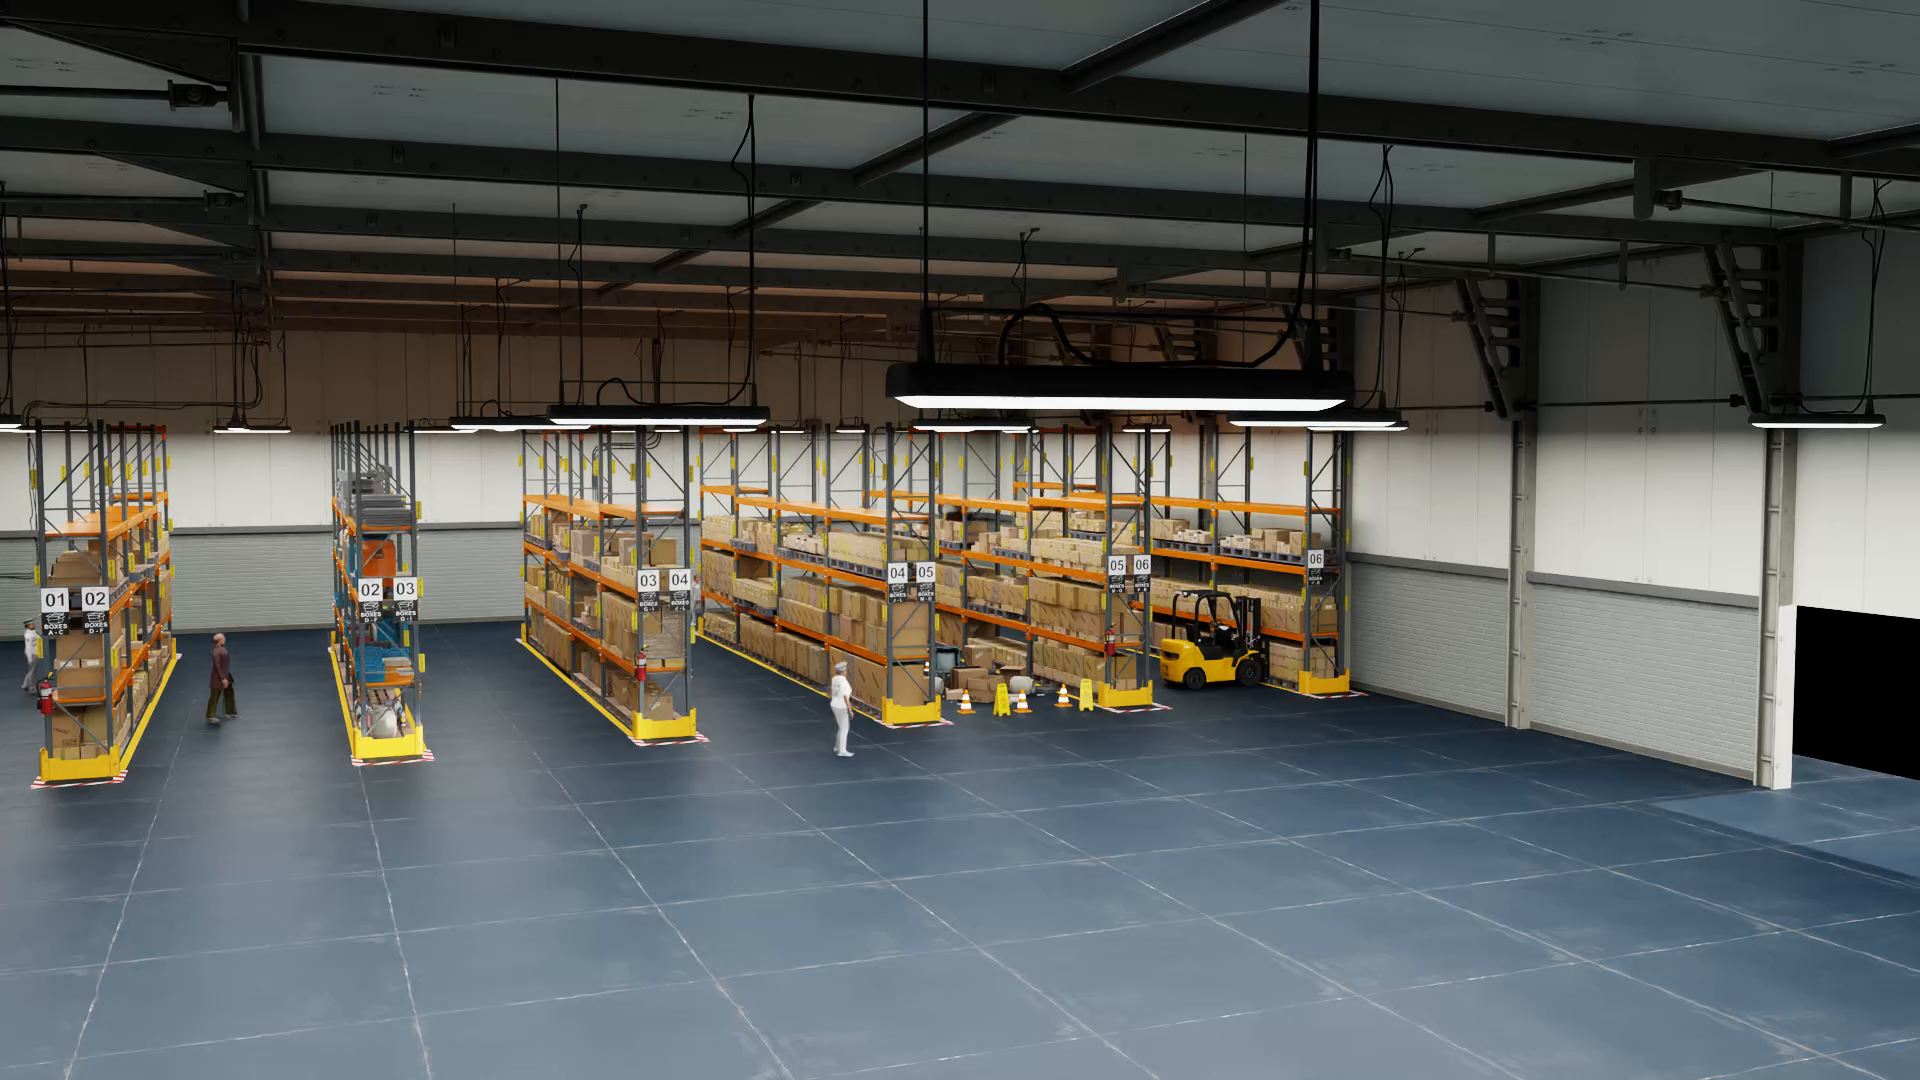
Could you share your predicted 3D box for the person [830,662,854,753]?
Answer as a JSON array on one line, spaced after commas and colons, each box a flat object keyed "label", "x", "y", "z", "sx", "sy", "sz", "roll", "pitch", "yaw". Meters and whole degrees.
[{"label": "person", "x": -2.124, "y": 2.992, "z": 29.795, "sx": 0.371, "sy": 1.618, "sz": 0.496, "roll": -1, "pitch": 4, "yaw": -18}]

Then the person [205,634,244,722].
[{"label": "person", "x": -14.785, "y": 2.772, "z": 33.325, "sx": 0.583, "sy": 1.823, "sz": 0.703, "roll": 0, "pitch": 4, "yaw": -3}]

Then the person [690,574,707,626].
[{"label": "person", "x": -7.910, "y": 1.792, "z": 50.307, "sx": 0.493, "sy": 1.542, "sz": 0.864, "roll": 1, "pitch": 4, "yaw": 21}]

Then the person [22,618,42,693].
[{"label": "person", "x": -20.592, "y": 2.566, "z": 36.912, "sx": 0.445, "sy": 1.692, "sz": 0.499, "roll": -3, "pitch": 4, "yaw": -37}]
